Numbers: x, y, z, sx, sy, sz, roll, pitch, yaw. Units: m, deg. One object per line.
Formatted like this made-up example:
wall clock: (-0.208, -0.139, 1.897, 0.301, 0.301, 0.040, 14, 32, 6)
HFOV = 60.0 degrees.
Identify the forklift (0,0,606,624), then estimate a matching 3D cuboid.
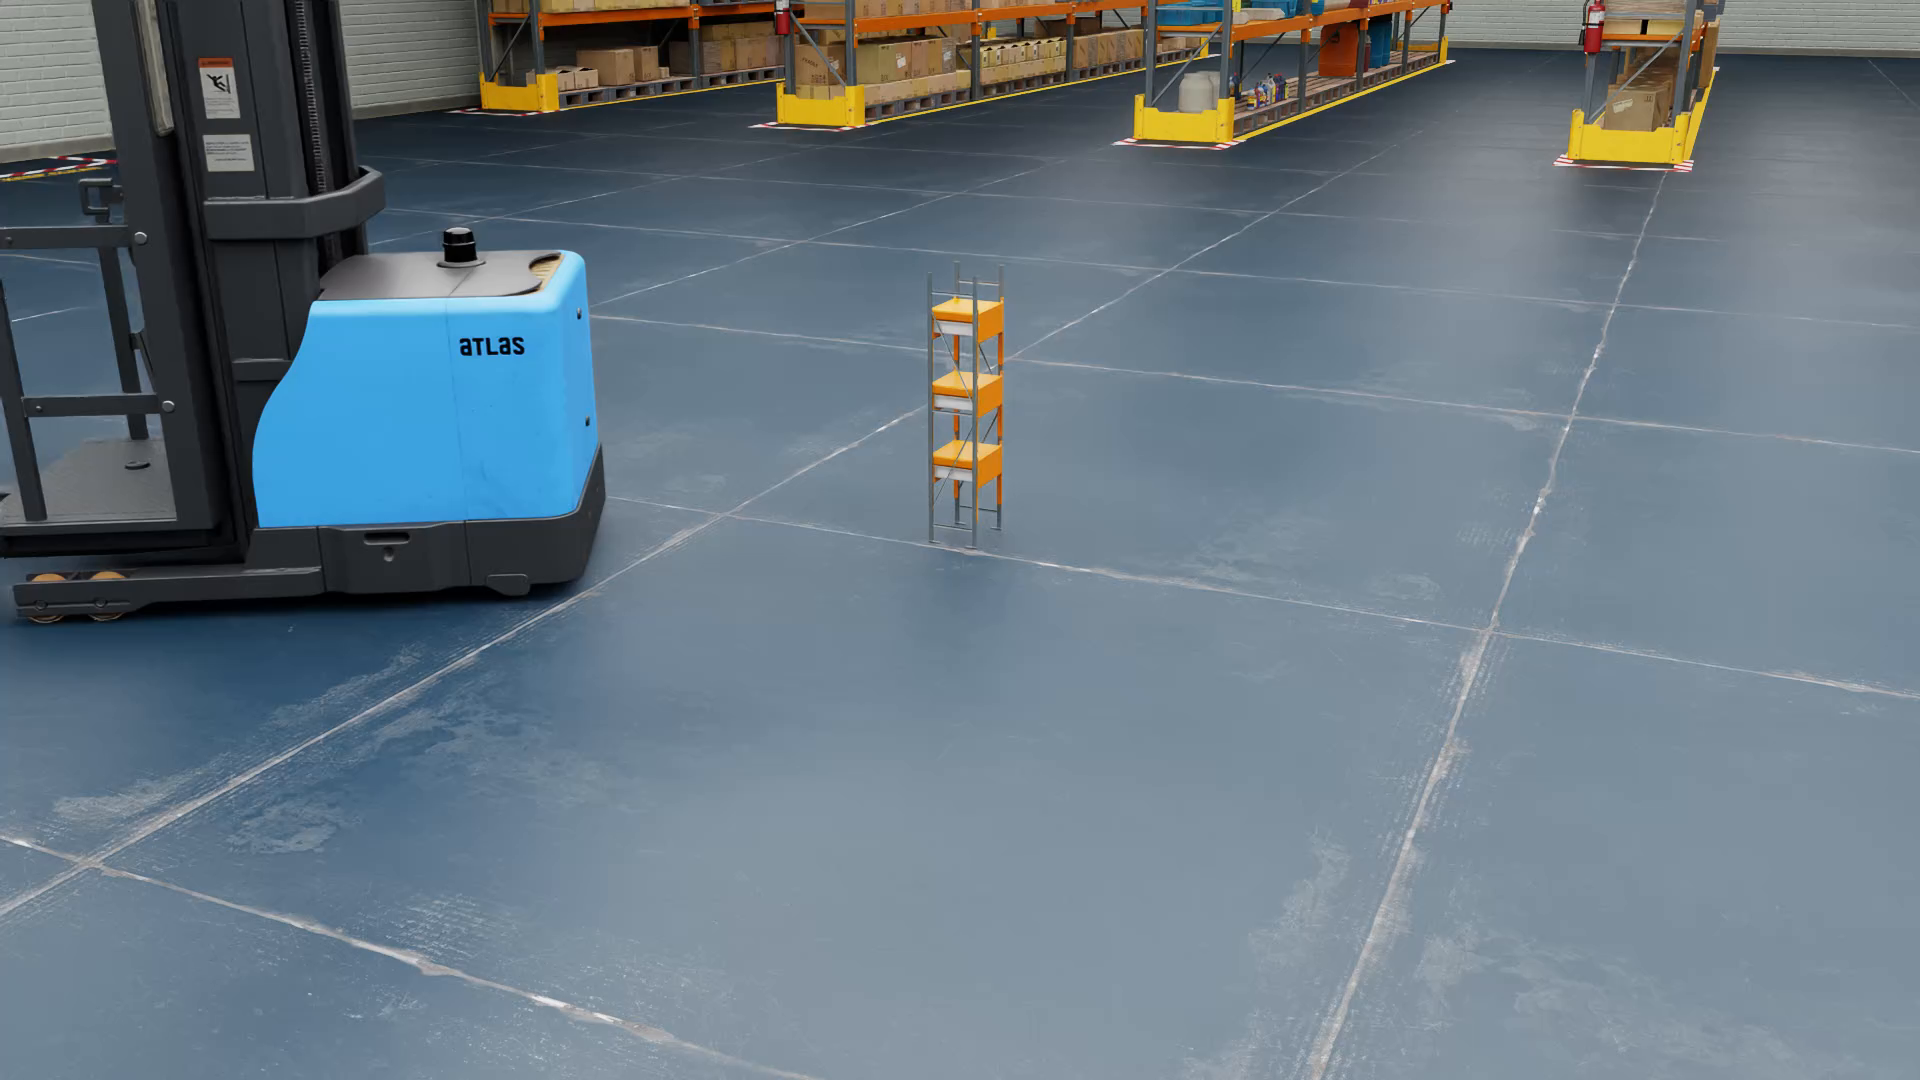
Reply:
forklift: (-2.891, -1.283, 5.703, 3.031, 2.935, 1.130, -2, 20, -6)

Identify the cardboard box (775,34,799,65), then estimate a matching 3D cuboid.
cardboard box: (-3.310, -8.826, 29.884, 0.700, 0.500, 0.500, 9, 21, 23)

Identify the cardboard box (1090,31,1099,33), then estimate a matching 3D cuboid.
cardboard box: (2.256, -9.167, 30.842, 0.500, 0.500, 0.500, 9, 21, 23)

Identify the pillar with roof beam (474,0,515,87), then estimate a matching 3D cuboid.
pillar with roof beam: (-2.914, -10.147, 21.570, 9.100, 9.000, 0.400, 9, 21, 23)

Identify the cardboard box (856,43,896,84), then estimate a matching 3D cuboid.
cardboard box: (-1.192, -6.442, 22.463, 0.500, 0.500, 0.500, 9, 21, 23)

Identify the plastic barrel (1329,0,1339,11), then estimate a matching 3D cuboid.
plastic barrel: (5.407, -8.124, 24.634, 0.433, 0.535, 0.433, 0, 20, 0)

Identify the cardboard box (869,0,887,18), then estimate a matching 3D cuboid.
cardboard box: (-1.404, -7.249, 22.226, 0.700, 0.500, 0.500, 9, 22, 24)

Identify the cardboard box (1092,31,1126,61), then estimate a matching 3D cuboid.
cardboard box: (2.740, -9.104, 30.666, 0.500, 0.500, 0.500, 9, 21, 23)

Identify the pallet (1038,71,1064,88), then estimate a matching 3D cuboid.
pallet: (1.085, -7.785, 28.044, 1.003, 0.211, 1.213, 9, 21, 23)

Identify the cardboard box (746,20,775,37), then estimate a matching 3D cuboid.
cardboard box: (-3.601, -9.014, 29.292, 0.500, 0.250, 0.500, 9, 21, 24)

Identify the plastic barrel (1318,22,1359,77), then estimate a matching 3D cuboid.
plastic barrel: (6.160, -7.992, 27.075, 0.600, 0.830, 0.708, 9, 21, 23)

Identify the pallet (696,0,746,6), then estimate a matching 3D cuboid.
pallet: (-4.255, -8.924, 27.372, 1.003, 0.211, 1.213, 9, 21, 23)

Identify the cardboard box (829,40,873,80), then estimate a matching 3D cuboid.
cardboard box: (-1.474, -6.668, 23.099, 0.500, 0.500, 0.500, 9, 21, 23)

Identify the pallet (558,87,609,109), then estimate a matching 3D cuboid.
pallet: (-5.943, -6.531, 24.518, 1.003, 0.211, 1.213, 9, 21, 23)

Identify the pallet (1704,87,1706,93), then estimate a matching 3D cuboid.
pallet: (11.387, -7.273, 26.605, 1.003, 0.211, 1.213, 9, 21, 23)

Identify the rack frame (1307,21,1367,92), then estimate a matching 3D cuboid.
rack frame: (5.976, -8.664, 26.355, 1.000, 3.000, 0.127, 9, 21, 23)

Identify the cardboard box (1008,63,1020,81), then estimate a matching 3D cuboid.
cardboard box: (0.631, -7.429, 26.358, 0.500, 0.250, 0.500, 8, 21, 21)

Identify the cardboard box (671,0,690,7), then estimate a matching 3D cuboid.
cardboard box: (-4.618, -8.553, 26.237, 0.500, 0.250, 0.500, 9, 21, 23)

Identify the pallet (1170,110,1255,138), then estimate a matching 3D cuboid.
pallet: (3.025, -5.182, 20.725, 1.003, 0.211, 1.213, 9, 21, 23)

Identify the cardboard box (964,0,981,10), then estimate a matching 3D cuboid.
cardboard box: (-0.018, -8.208, 25.296, 0.500, 0.250, 0.500, 10, 22, 26)

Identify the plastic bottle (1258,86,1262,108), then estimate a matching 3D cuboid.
plastic bottle: (3.867, -5.757, 21.595, 0.097, 0.271, 0.097, 0, 20, 0)

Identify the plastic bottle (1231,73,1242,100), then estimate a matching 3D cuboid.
plastic bottle: (3.760, -6.191, 22.698, 0.144, 0.351, 0.185, 9, 21, 23)

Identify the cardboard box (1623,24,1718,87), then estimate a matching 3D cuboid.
cardboard box: (10.796, -7.390, 25.315, 1.225, 0.875, 0.875, 8, 21, 20)

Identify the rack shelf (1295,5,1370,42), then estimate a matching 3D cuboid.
rack shelf: (5.157, -7.714, 24.756, 1.077, 0.370, 4.000, 9, 21, 23)

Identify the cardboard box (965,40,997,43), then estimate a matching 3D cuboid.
cardboard box: (0.347, -7.917, 26.895, 0.500, 0.311, 0.500, 8, 21, 22)

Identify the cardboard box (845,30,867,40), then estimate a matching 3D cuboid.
cardboard box: (-2.277, -9.682, 31.799, 0.750, 0.750, 0.750, 8, 21, 22)

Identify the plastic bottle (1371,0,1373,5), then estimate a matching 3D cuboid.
plastic bottle: (6.637, -8.835, 27.021, 0.152, 0.276, 0.135, 9, 21, 23)

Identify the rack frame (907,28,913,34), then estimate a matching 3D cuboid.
rack frame: (-1.425, -11.246, 33.616, 1.000, 3.000, 0.127, 9, 21, 23)

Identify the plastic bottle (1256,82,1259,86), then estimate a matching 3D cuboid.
plastic bottle: (3.958, -5.940, 22.093, 0.061, 0.283, 0.133, 9, 21, 23)

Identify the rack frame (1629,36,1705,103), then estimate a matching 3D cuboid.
rack frame: (10.494, -7.985, 24.444, 1.000, 3.000, 0.127, 9, 21, 23)

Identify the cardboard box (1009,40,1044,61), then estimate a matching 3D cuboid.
cardboard box: (1.052, -8.004, 27.139, 0.500, 0.311, 0.500, 8, 21, 22)

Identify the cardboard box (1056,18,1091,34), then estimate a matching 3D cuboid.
cardboard box: (2.061, -9.377, 30.314, 0.500, 0.250, 0.500, 8, 21, 22)

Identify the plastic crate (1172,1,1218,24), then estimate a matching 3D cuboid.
plastic crate: (2.903, -6.540, 20.605, 0.499, 0.251, 0.408, 9, 21, 23)

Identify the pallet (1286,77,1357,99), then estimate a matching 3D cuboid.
pallet: (5.623, -7.119, 26.171, 1.003, 0.211, 1.213, 9, 21, 23)

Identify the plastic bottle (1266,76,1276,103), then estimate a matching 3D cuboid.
plastic bottle: (4.126, -6.007, 22.180, 0.144, 0.351, 0.185, 8, 21, 22)

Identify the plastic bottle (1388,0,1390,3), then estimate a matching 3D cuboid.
plastic bottle: (7.241, -9.286, 28.288, 0.152, 0.276, 0.135, 9, 21, 23)

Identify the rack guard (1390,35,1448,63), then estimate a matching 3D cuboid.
rack guard: (9.249, -9.941, 33.676, 1.175, 0.500, 0.348, 9, 21, 23)

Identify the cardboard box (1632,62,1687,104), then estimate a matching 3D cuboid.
cardboard box: (9.340, -6.119, 22.273, 0.700, 0.500, 0.500, 8, 21, 22)

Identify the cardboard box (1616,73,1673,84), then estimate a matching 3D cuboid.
cardboard box: (8.428, -5.489, 20.531, 0.500, 0.500, 0.500, 17, 26, 40)

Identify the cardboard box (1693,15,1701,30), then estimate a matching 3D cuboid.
cardboard box: (8.255, -5.920, 19.015, 0.380, 0.149, 0.250, 9, 21, 23)

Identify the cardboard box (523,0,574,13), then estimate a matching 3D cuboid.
cardboard box: (-5.849, -7.622, 23.620, 0.500, 0.250, 0.500, 8, 21, 21)

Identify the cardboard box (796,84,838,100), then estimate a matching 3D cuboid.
cardboard box: (-1.868, -6.006, 22.358, 0.500, 0.250, 0.500, 9, 21, 23)

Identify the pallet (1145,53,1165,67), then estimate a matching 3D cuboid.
pallet: (3.378, -9.464, 32.765, 1.003, 0.211, 1.213, 9, 21, 23)

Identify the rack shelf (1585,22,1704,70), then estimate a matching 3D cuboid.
rack shelf: (8.037, -5.812, 19.407, 1.077, 0.370, 4.000, 9, 21, 23)

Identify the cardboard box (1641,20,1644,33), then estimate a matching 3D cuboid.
cardboard box: (7.250, -5.613, 18.149, 0.380, 0.149, 0.250, 9, 21, 23)

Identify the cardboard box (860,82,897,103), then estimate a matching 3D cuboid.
cardboard box: (-1.194, -6.089, 22.590, 0.500, 0.250, 0.500, 9, 21, 23)

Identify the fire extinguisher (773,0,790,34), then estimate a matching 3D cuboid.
fire extinguisher: (-2.290, -6.891, 21.483, 0.296, 0.674, 0.183, 9, 21, 23)

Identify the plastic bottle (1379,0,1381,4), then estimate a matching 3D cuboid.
plastic bottle: (6.962, -9.044, 27.598, 0.061, 0.283, 0.133, 9, 21, 23)

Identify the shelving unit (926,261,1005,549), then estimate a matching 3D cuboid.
shelving unit: (0.022, -0.511, 6.339, 0.215, 1.050, 0.252, 9, 21, 23)
